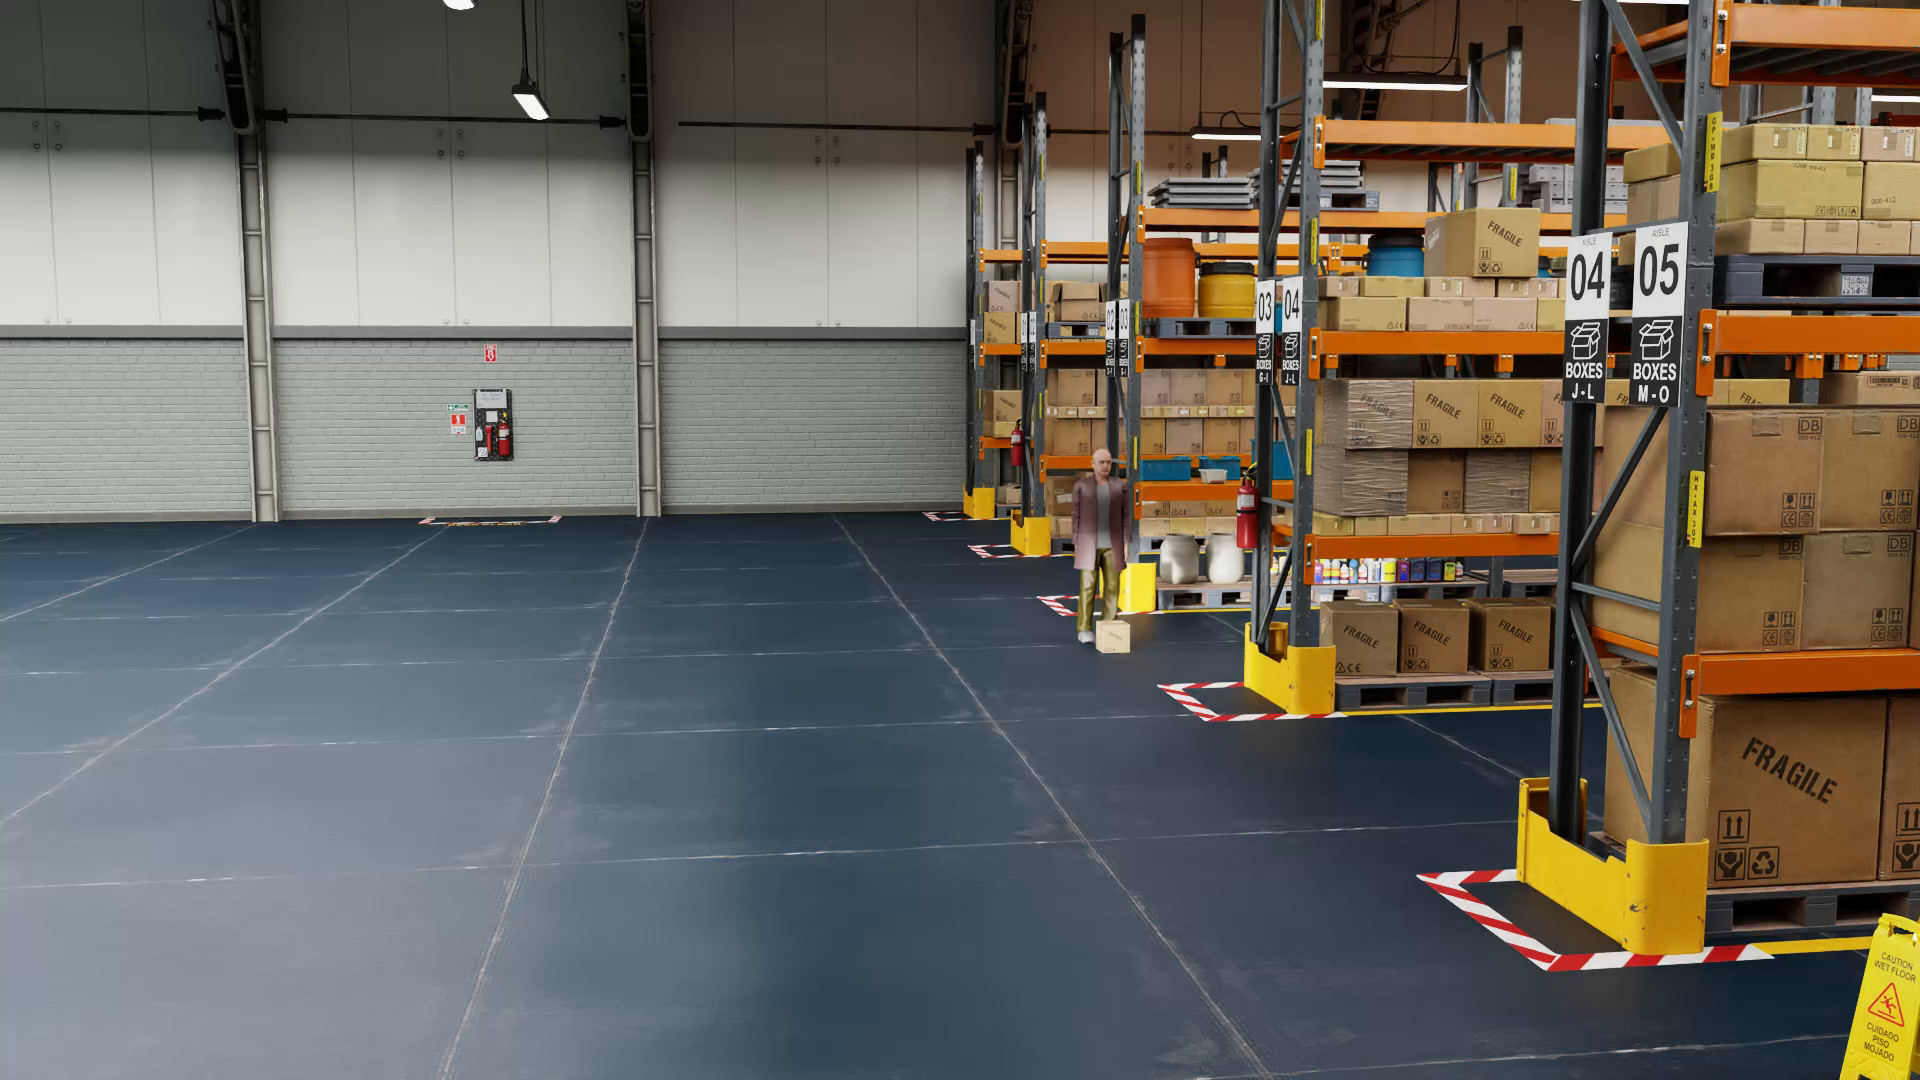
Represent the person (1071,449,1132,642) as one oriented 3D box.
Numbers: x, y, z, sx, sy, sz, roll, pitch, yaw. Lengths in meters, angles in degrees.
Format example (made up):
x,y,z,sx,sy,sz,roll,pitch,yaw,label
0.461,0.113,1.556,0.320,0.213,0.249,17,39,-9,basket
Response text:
x,y,z,sx,sy,sz,roll,pitch,yaw,label
1.312,0.054,15.292,0.564,1.775,0.427,-1,6,-7,person
